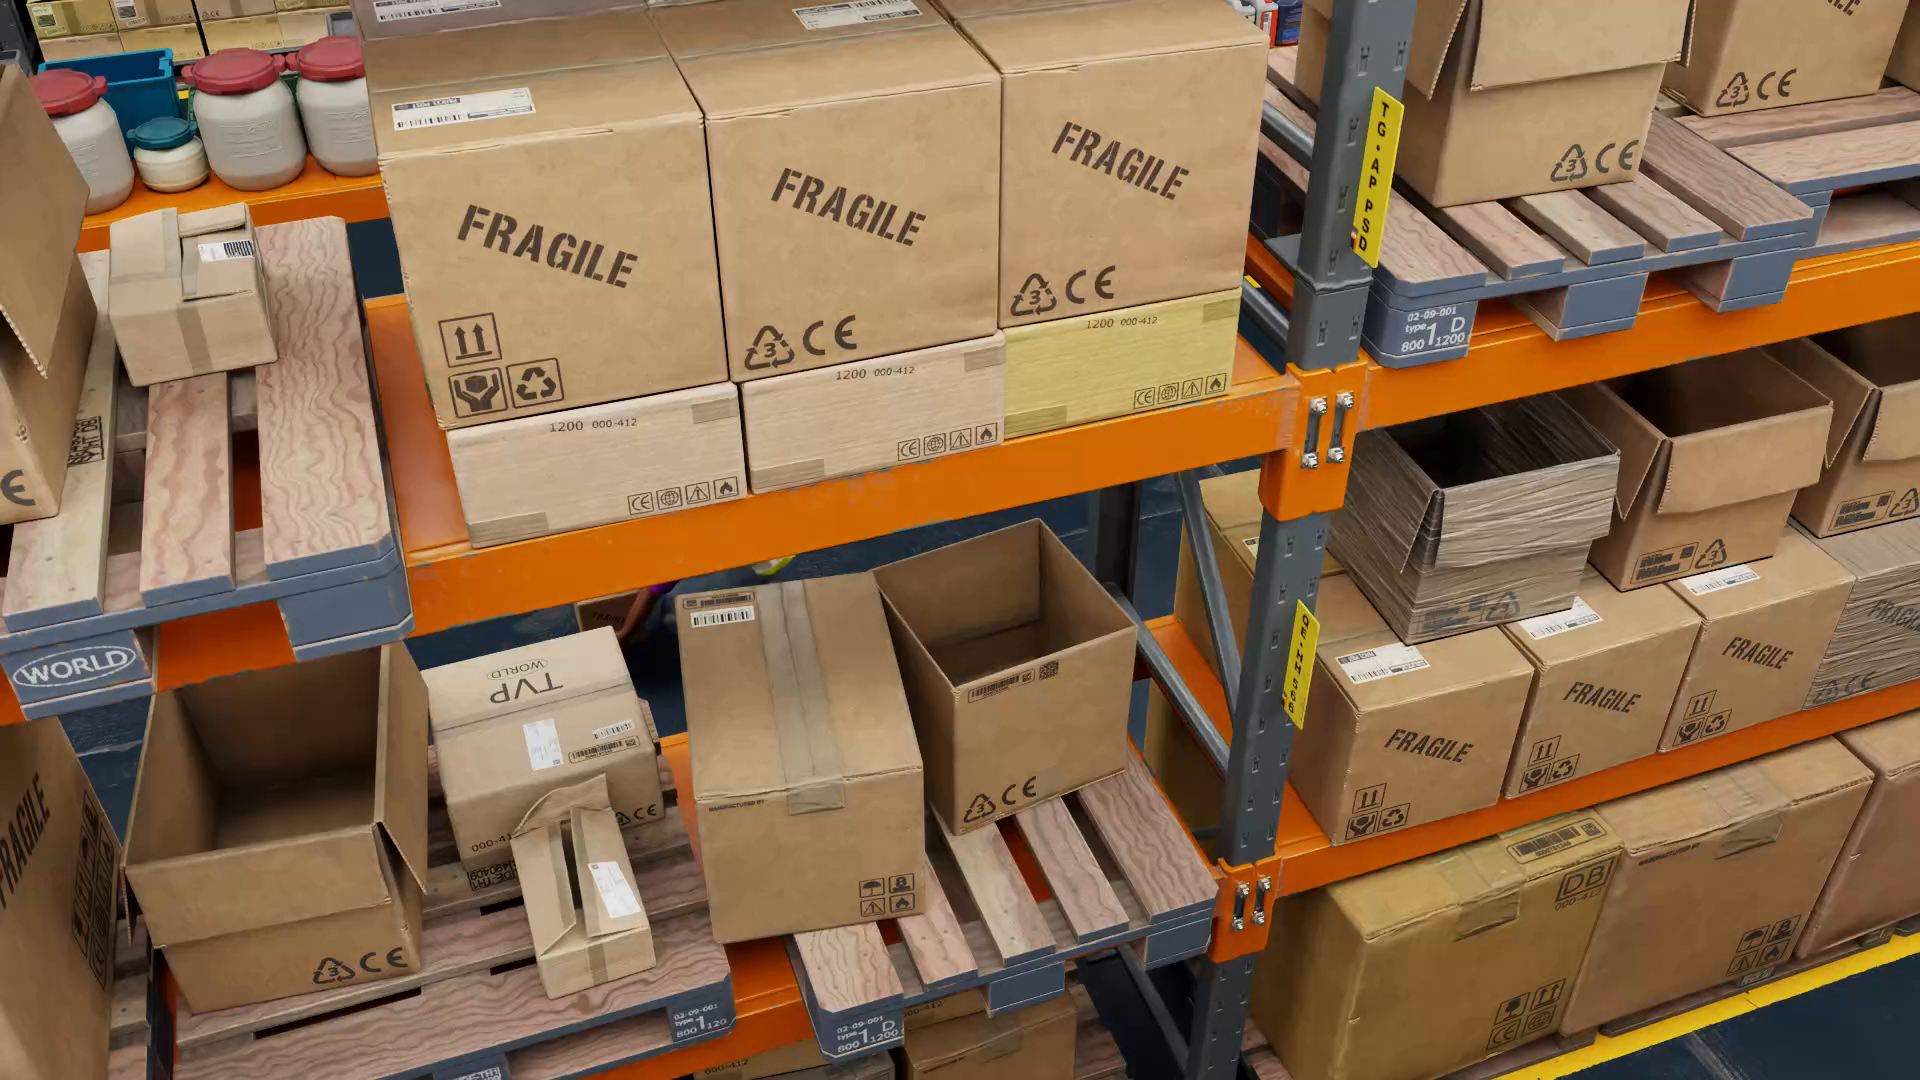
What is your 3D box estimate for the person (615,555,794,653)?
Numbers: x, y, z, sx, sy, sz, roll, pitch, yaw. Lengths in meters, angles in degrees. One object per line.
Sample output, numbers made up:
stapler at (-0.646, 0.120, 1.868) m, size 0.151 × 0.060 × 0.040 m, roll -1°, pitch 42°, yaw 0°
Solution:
person at (-1.102, 0.061, 6.680) m, size 0.899 × 1.012 × 0.546 m, roll -13°, pitch 39°, yaw -17°
